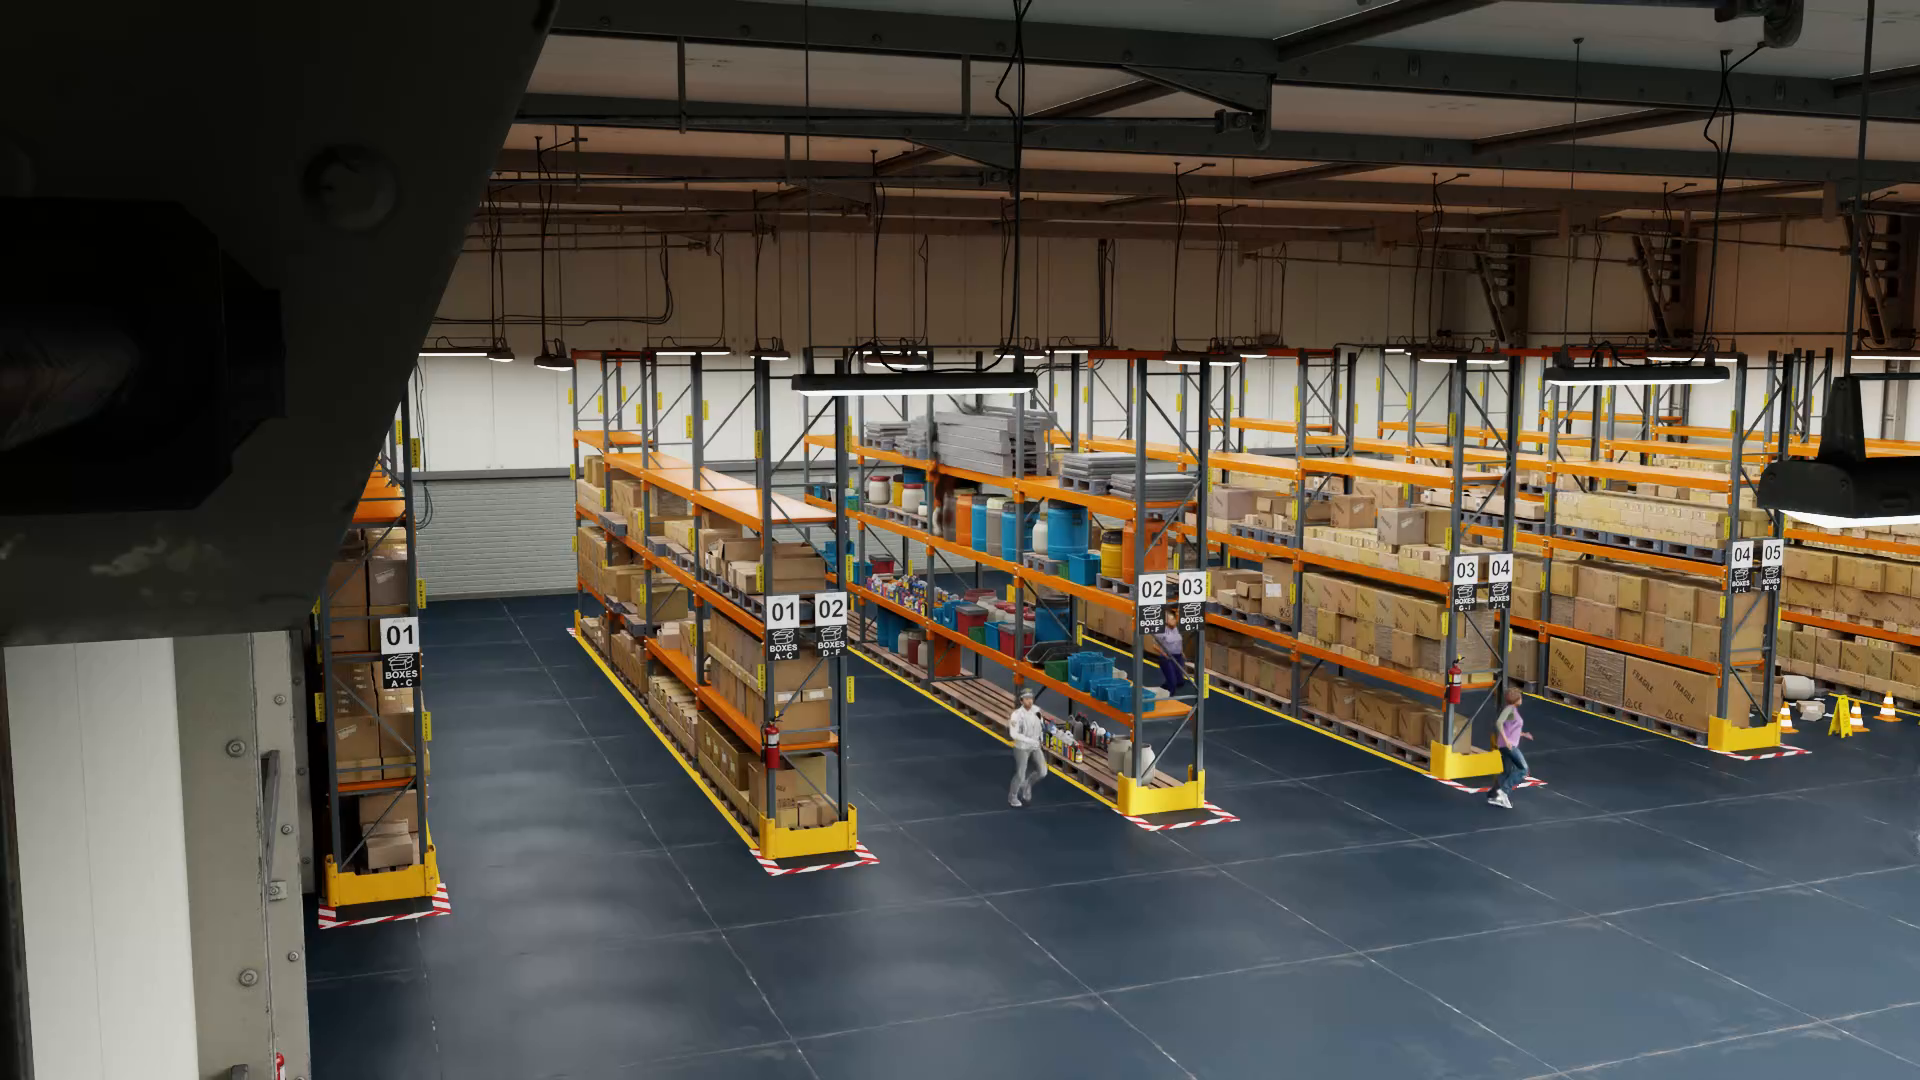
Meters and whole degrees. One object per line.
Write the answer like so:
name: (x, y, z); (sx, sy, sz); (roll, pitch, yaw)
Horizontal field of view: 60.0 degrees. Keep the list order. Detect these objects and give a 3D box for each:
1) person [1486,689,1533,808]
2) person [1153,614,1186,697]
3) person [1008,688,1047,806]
person: (7.411, 2.788, 22.402); (0.575, 1.531, 0.611); (2, 7, 13)
person: (3.551, 2.043, 28.218); (0.605, 1.583, 0.579); (-5, 8, -32)
person: (0.922, 2.761, 22.122); (0.634, 1.647, 0.729); (-4, 8, -29)
